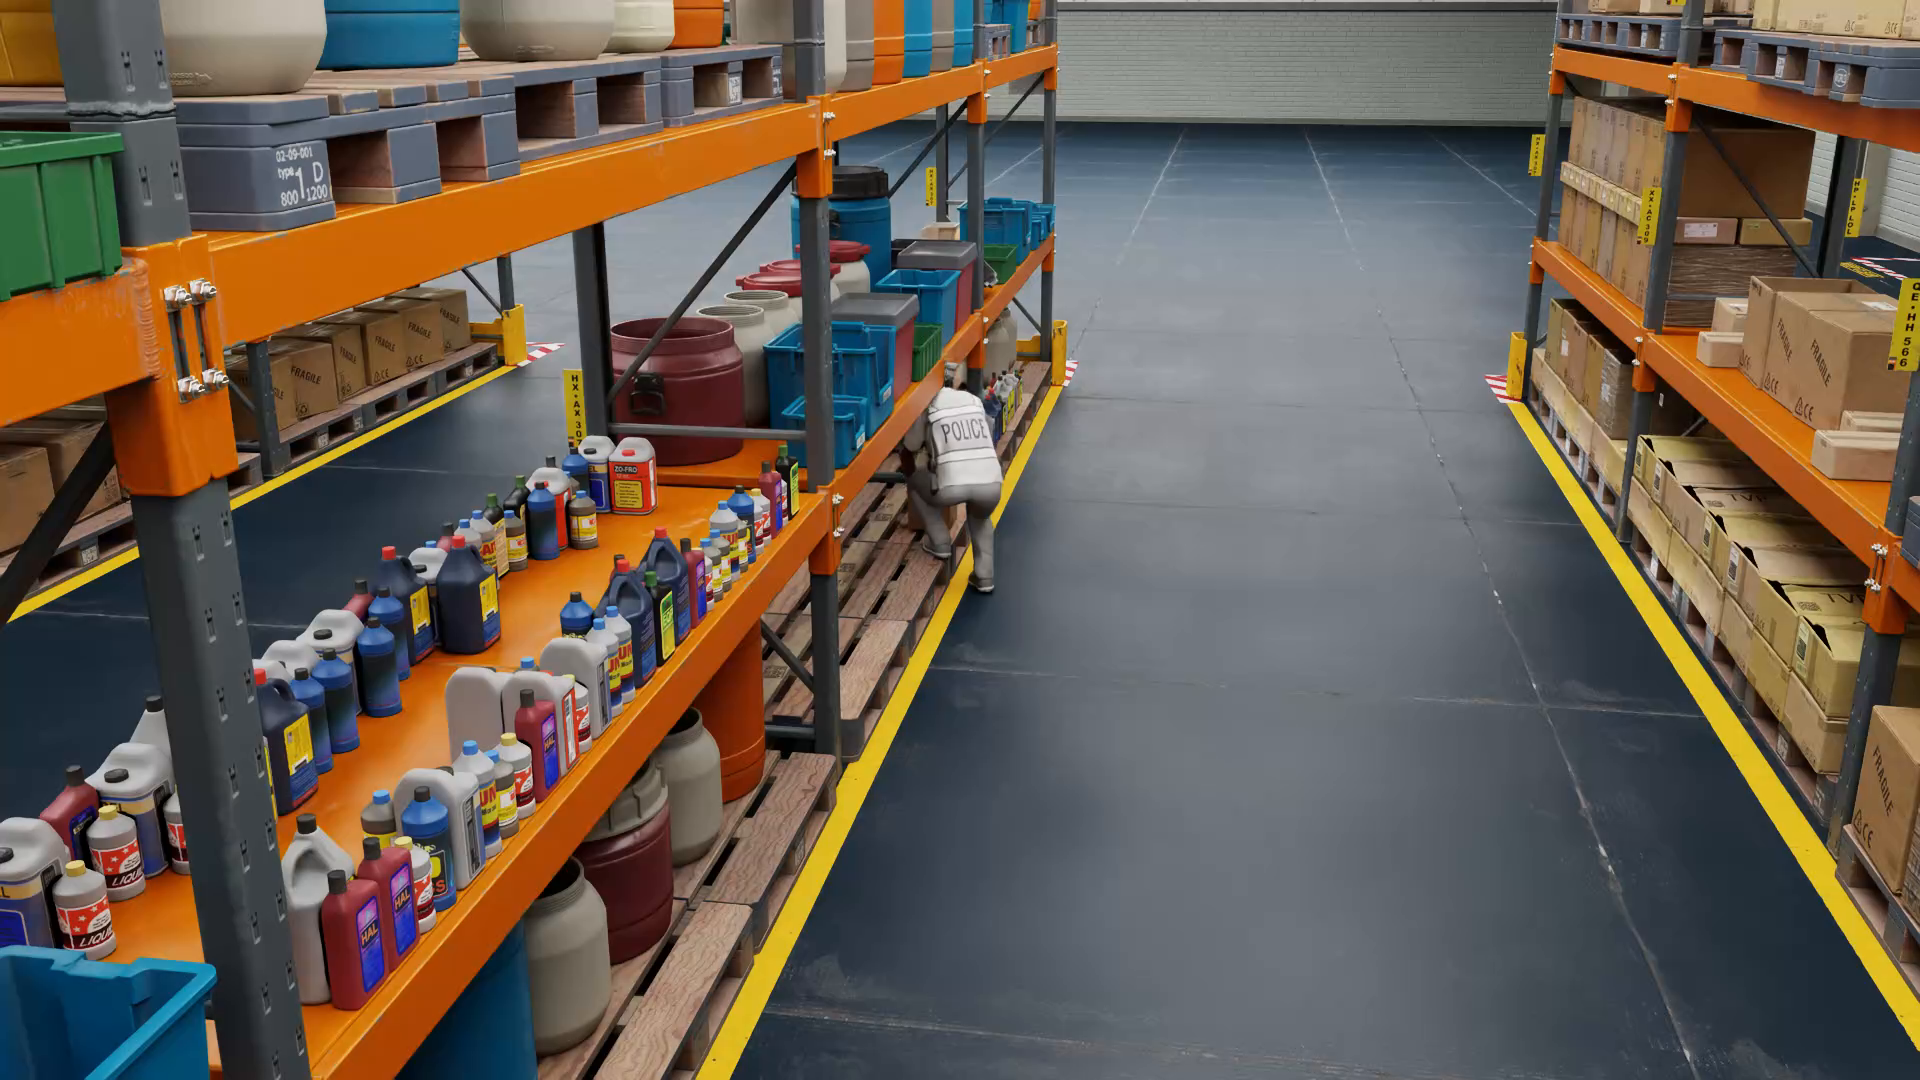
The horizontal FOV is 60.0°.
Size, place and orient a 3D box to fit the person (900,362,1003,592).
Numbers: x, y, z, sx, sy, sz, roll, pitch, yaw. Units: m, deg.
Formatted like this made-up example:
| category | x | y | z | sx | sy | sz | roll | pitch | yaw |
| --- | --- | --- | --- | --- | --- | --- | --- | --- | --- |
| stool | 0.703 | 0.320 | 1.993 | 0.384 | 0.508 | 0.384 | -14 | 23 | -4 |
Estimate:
| category | x | y | z | sx | sy | sz | roll | pitch | yaw |
| --- | --- | --- | --- | --- | --- | --- | --- | --- | --- |
| person | -0.053 | -0.341 | 9.256 | 0.502 | 1.267 | 0.742 | -5 | 19 | -15 |
